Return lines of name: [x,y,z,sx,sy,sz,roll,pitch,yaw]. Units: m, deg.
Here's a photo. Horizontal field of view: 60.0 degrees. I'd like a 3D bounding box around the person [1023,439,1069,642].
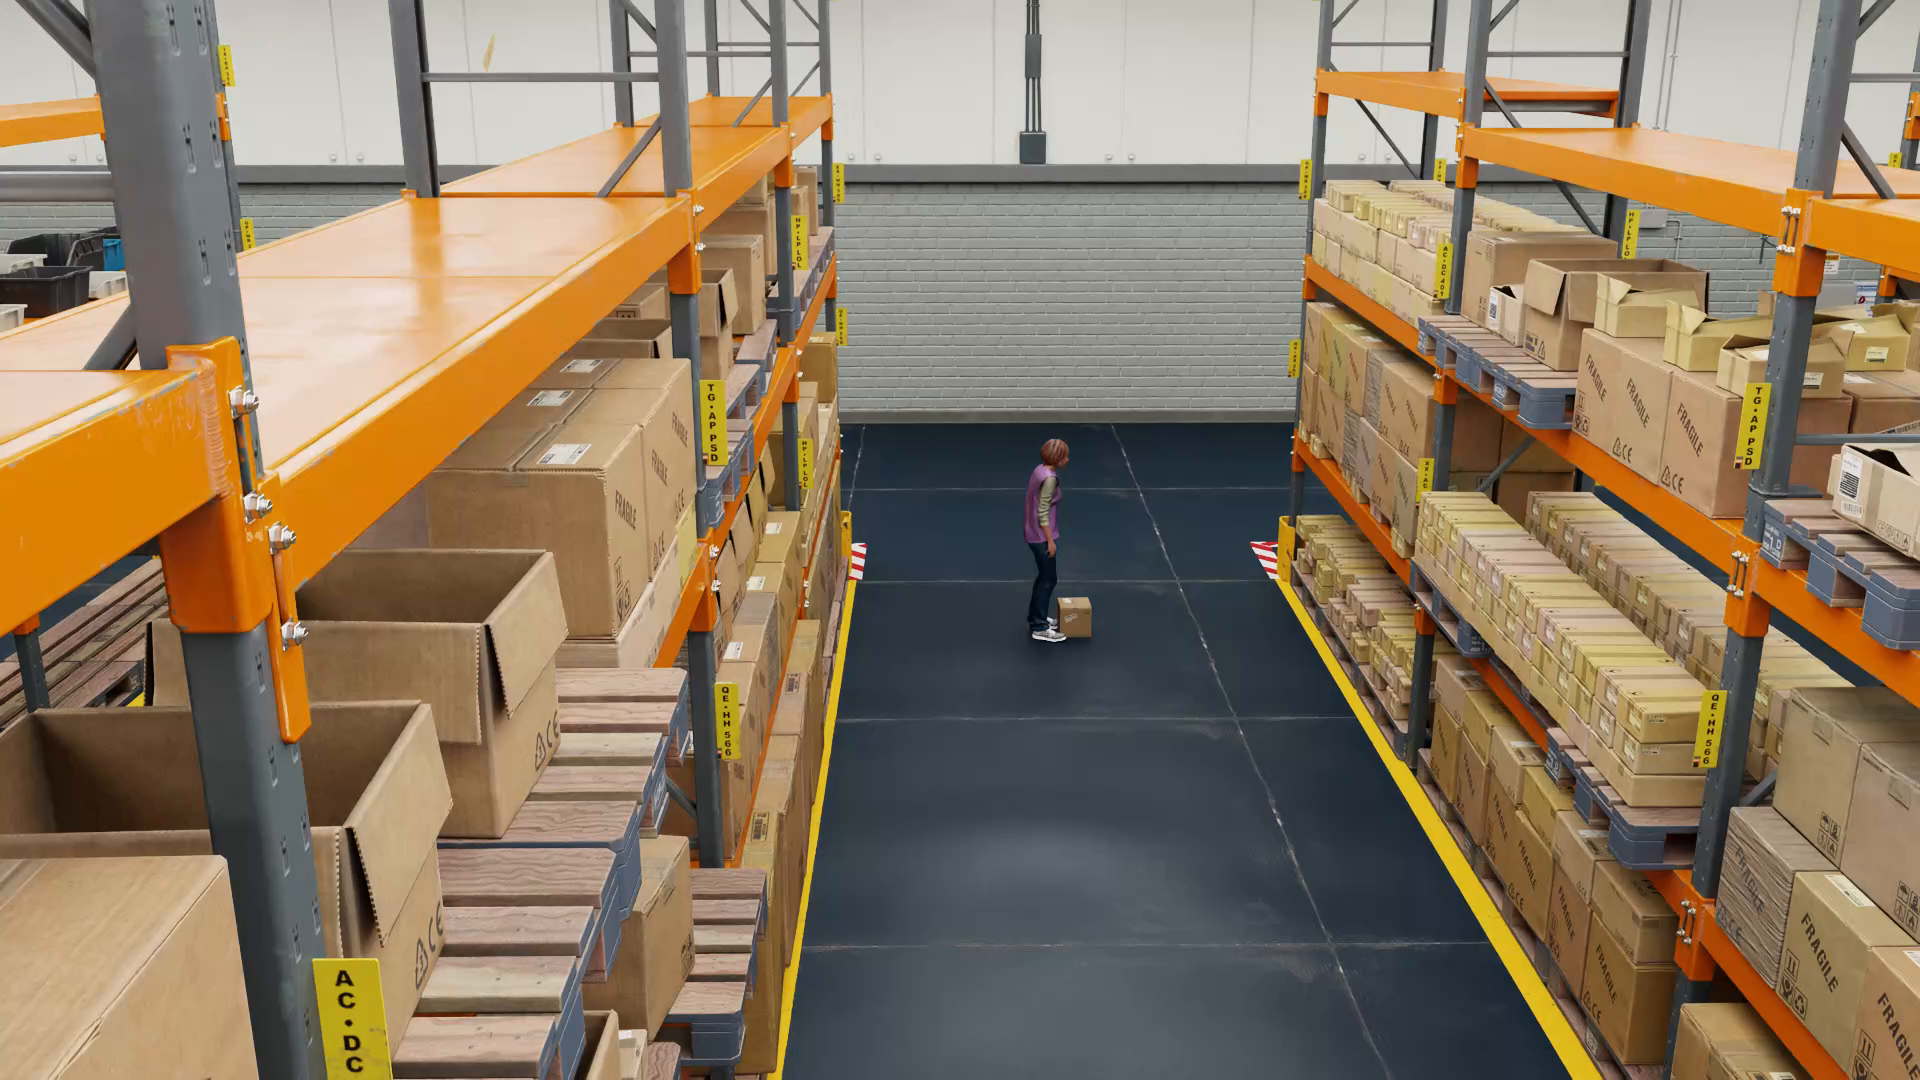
person: [0.675,-0.016,13.119,0.350,1.592,0.467,0,17,-1]
